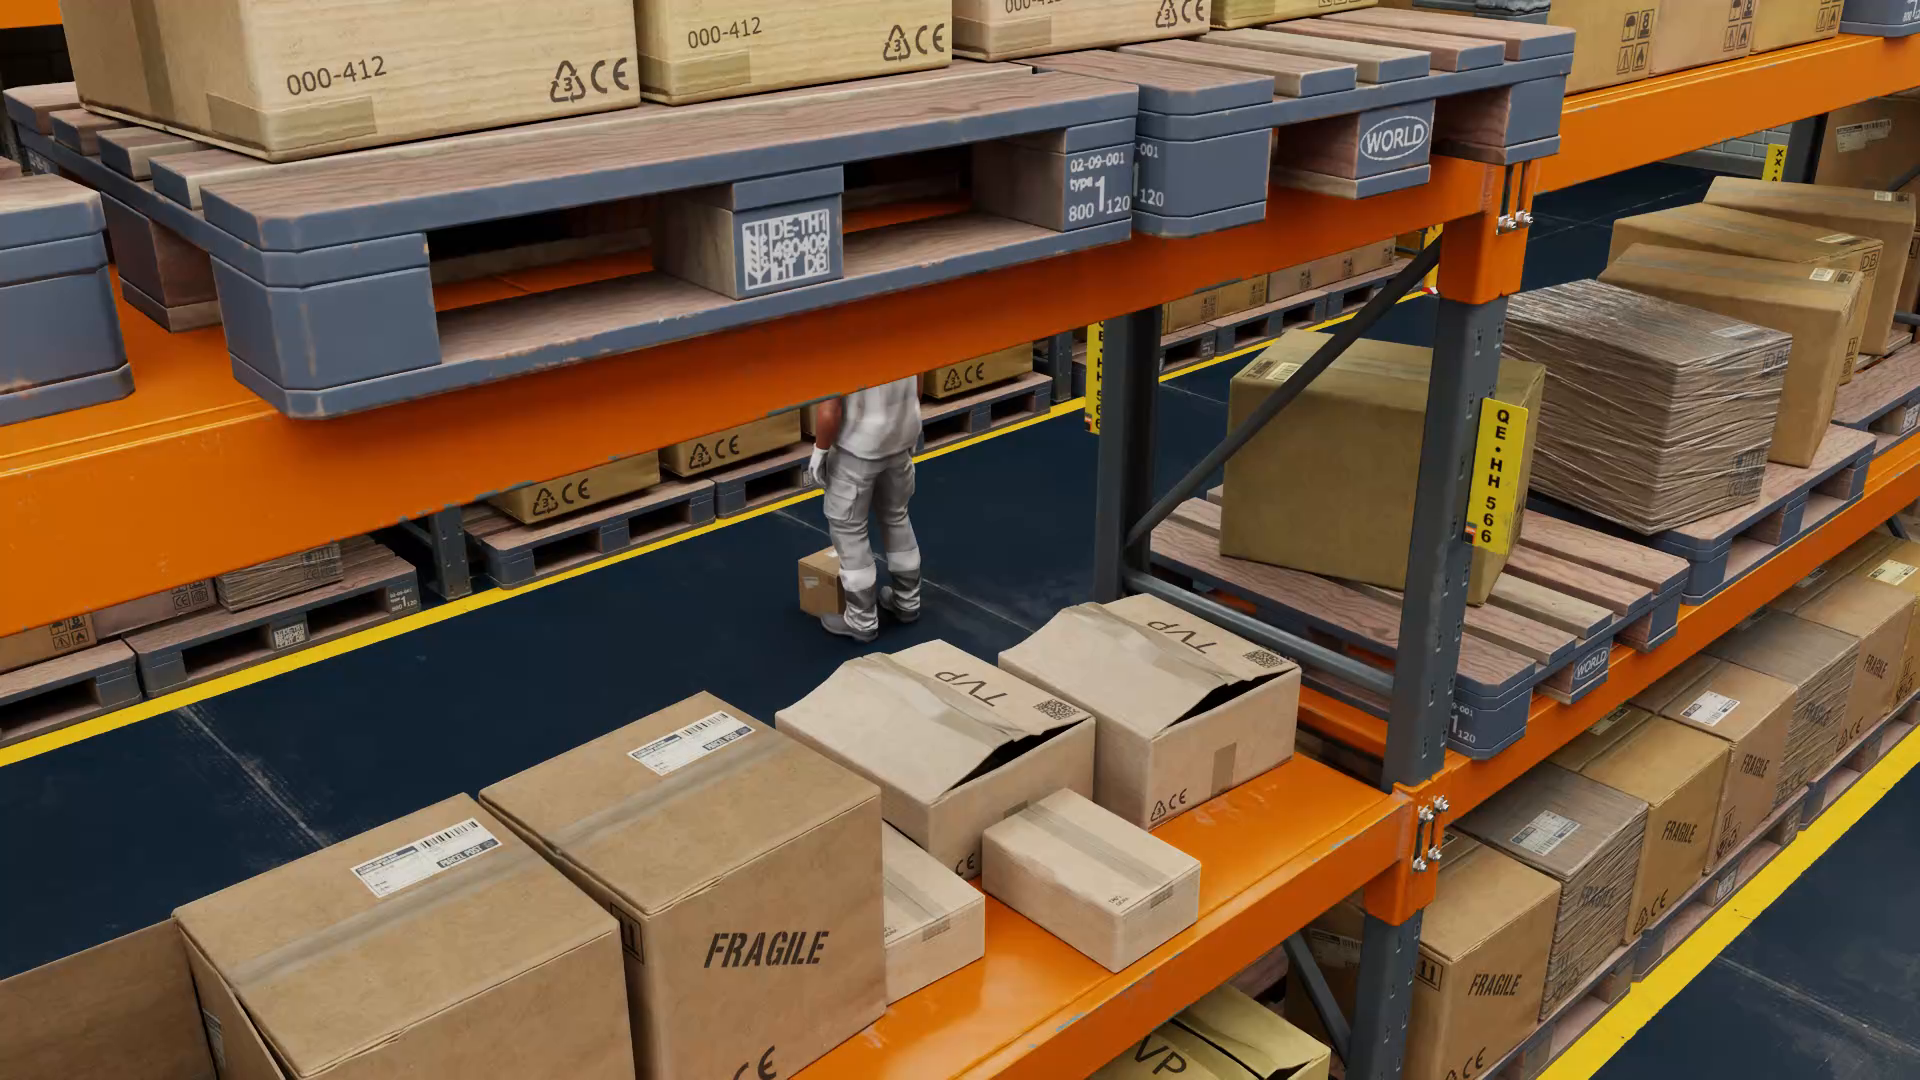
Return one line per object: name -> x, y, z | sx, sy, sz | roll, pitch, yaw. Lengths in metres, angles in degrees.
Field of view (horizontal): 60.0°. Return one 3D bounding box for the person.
person -> -0.401, -0.424, 7.035 | 0.451, 1.778, 0.612 | 21, 32, 39
